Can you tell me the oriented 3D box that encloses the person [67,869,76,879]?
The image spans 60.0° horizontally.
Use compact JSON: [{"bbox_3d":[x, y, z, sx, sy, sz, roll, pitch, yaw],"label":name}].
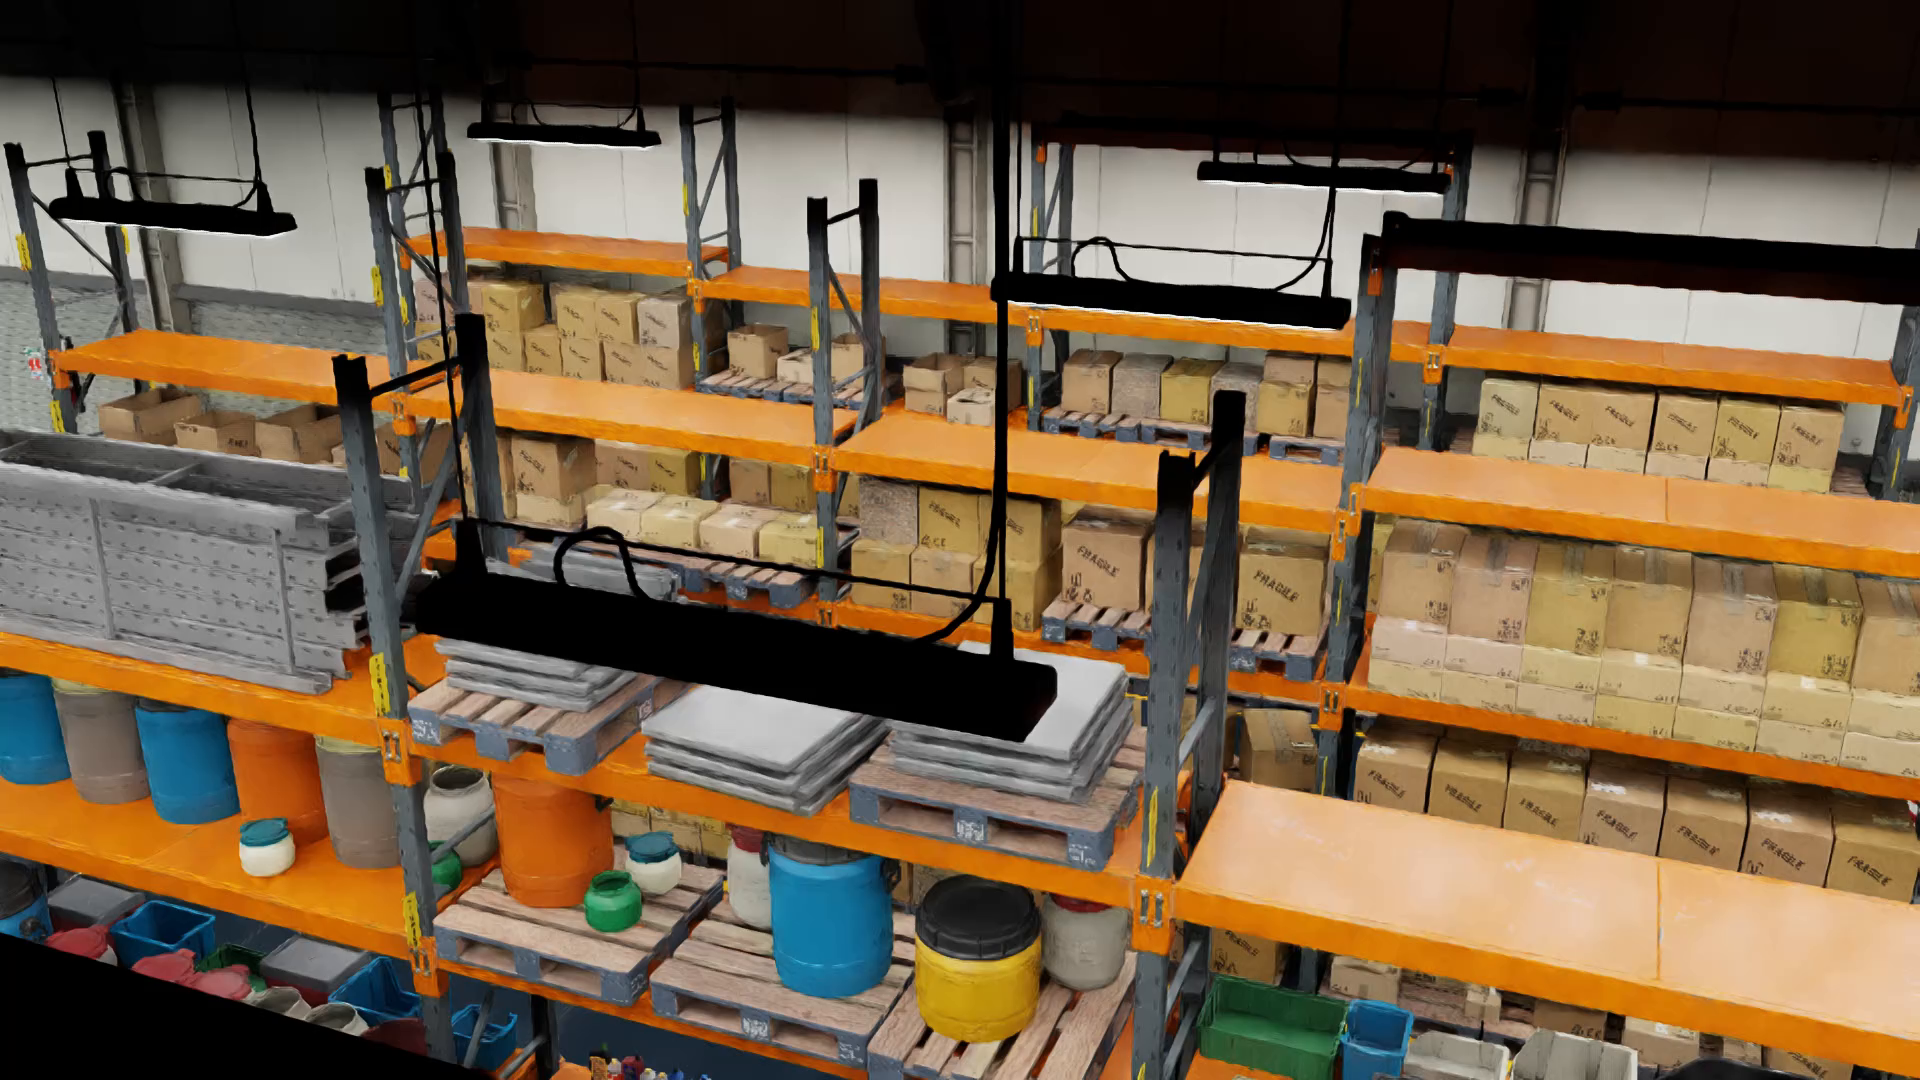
[{"bbox_3d":[-8.157,2.285,14.139,0.805,1.591,0.613,2,21,5],"label":"person"}]
